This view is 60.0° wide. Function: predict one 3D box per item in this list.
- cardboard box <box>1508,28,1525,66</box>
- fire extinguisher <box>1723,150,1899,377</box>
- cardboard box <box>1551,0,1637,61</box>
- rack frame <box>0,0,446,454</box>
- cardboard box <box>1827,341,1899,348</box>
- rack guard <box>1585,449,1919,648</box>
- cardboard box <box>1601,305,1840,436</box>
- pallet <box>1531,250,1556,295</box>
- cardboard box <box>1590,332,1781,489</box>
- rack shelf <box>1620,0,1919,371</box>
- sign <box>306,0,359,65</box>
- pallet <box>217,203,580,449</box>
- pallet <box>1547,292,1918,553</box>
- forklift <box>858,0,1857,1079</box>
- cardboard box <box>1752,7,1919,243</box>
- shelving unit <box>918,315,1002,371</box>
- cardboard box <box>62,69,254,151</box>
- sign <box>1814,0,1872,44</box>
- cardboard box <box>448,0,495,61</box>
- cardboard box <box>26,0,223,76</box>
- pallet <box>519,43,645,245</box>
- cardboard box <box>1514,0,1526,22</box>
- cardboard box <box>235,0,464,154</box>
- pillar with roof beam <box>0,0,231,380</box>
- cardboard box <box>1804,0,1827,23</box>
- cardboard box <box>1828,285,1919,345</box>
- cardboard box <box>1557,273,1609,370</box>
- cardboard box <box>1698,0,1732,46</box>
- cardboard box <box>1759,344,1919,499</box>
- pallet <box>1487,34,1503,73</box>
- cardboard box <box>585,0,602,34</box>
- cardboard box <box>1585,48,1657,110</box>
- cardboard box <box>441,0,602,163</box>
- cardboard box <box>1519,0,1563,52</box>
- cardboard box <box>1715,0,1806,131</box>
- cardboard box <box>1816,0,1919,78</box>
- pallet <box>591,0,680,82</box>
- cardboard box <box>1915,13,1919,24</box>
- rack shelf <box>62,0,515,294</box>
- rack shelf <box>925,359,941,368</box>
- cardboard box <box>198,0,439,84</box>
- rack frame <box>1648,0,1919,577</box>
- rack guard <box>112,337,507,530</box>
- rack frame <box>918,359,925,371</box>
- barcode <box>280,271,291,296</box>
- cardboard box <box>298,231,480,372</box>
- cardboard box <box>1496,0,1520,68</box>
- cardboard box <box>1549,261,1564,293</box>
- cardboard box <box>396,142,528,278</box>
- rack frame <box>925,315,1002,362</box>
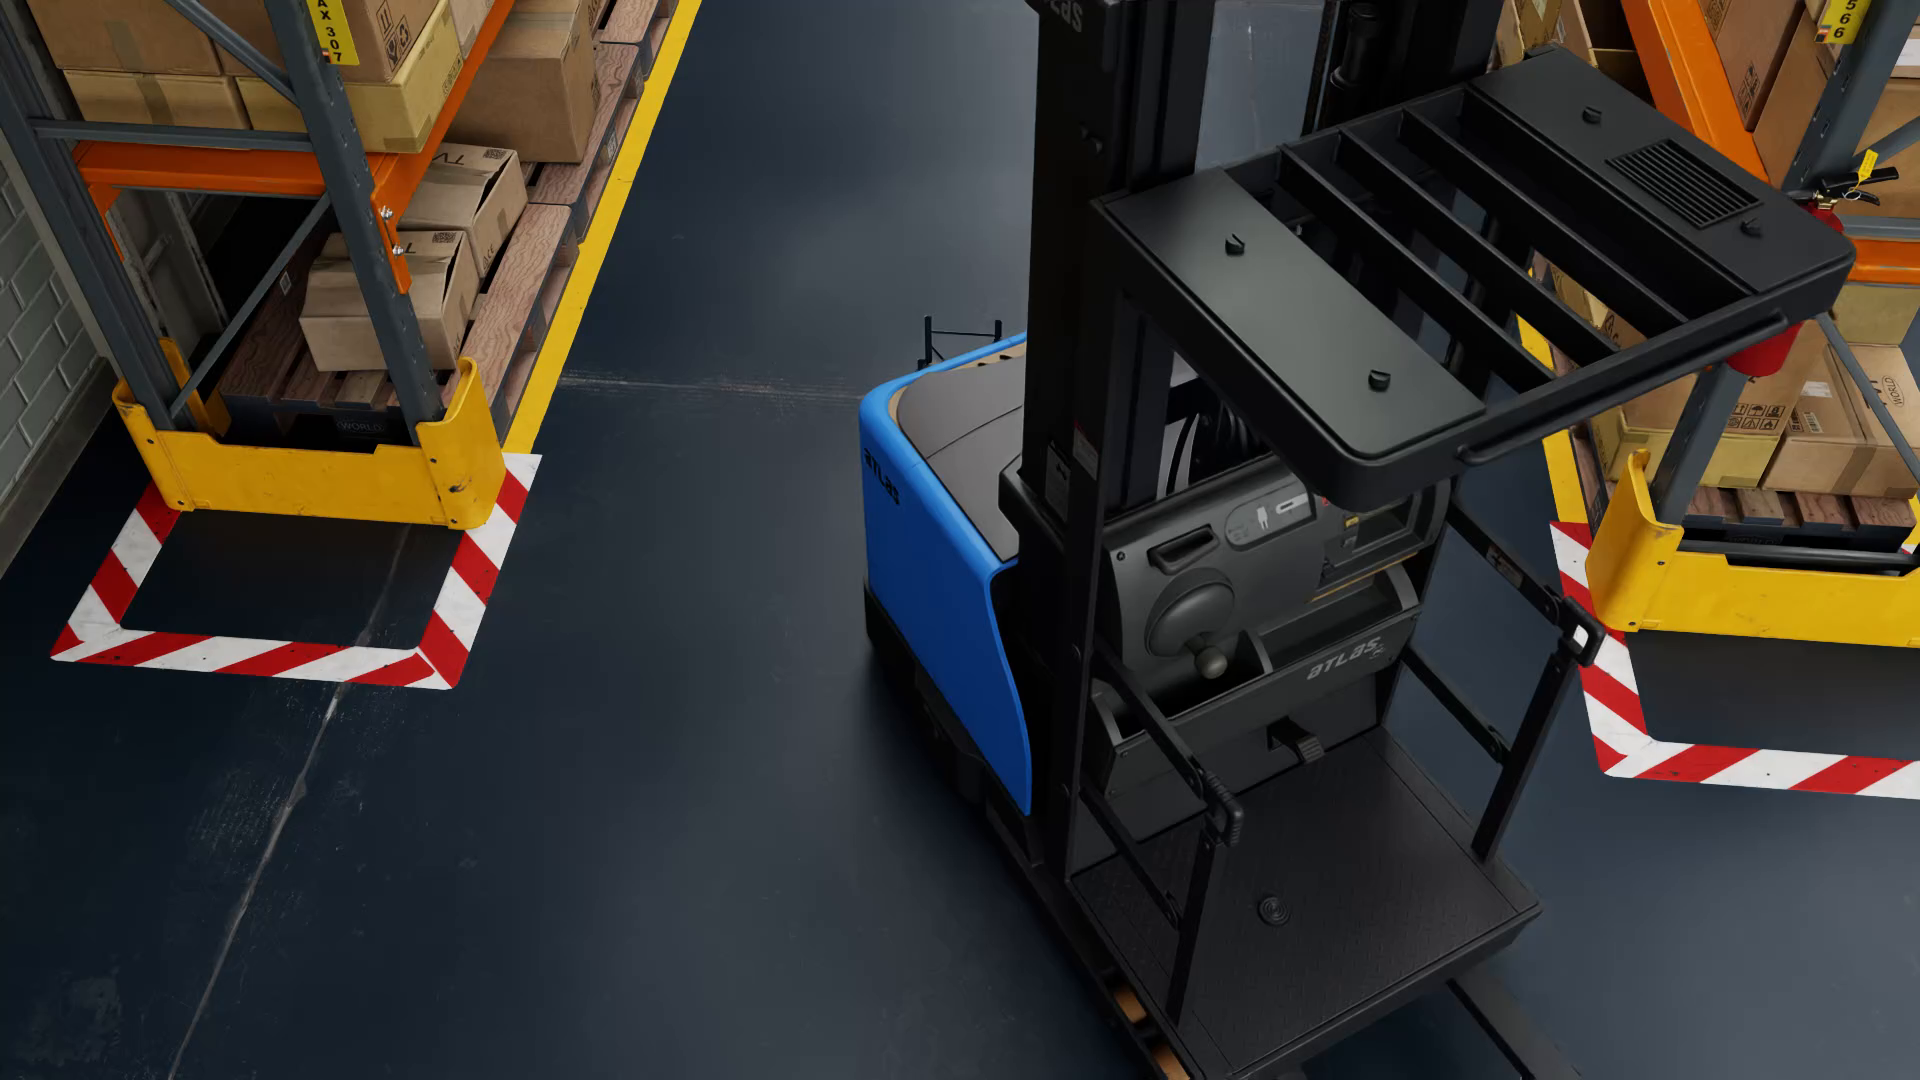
[{"bbox_3d":[2.624,-1.922,7.054,0.500,0.250,0.500,4,48,4],"label":"cardboard box"},{"bbox_3d":[2.232,-0.742,4.448,0.296,0.674,0.183,4,48,4],"label":"fire extinguisher"},{"bbox_3d":[2.581,-1.807,6.441,0.500,0.500,0.500,4,48,4],"label":"cardboard box"},{"bbox_3d":[-2.228,-1.154,4.772,1.000,3.000,0.127,4,48,4],"label":"rack frame"},{"bbox_3d":[3.017,-0.784,6.013,0.500,0.250,0.500,4,48,4],"label":"cardboard box"},{"bbox_3d":[2.703,0.038,5.377,1.175,0.500,0.348,4,48,4],"label":"rack guard"},{"bbox_3d":[2.458,-0.704,5.432,0.500,0.500,0.500,4,48,4],"label":"cardboard box"},{"bbox_3d":[2.847,-1.341,6.833,1.003,0.211,1.213,4,48,4],"label":"pallet"},{"bbox_3d":[2.460,-0.451,5.709,0.500,0.250,0.500,4,48,4],"label":"cardboard box"},{"bbox_3d":[2.887,-2.050,6.080,1.077,0.370,4.000,4,48,4],"label":"rack shelf"},{"bbox_3d":[-1.688,-1.410,4.420,0.100,0.325,0.005,4,48,4],"label":"sign"},{"bbox_3d":[-2.112,-0.863,6.396,1.003,0.211,1.213,4,48,4],"label":"pallet"},{"bbox_3d":[2.733,-0.447,6.016,1.003,0.211,1.213,4,48,4],"label":"pallet"},{"bbox_3d":[0.848,0.101,3.671,1.130,2.935,3.031,-22,51,-19],"label":"forklift"},{"bbox_3d":[2.760,-1.199,4.746,0.700,0.500,0.500,4,48,4],"label":"cardboard box"},{"bbox_3d":[0.001,-0.310,5.423,0.258,0.900,0.210,4,48,4],"label":"shelving unit"},{"bbox_3d":[-2.379,-1.466,5.147,0.500,0.250,0.500,4,48,4],"label":"cardboard box"},{"bbox_3d":[2.166,-1.341,3.998,0.100,0.325,0.005,4,48,4],"label":"sign"},{"bbox_3d":[-1.835,-1.830,5.479,0.500,0.250,0.500,3,48,2],"label":"cardboard box"},{"bbox_3d":[-2.397,-1.724,4.874,0.500,0.500,0.500,3,48,3],"label":"cardboard box"},{"bbox_3d":[-1.998,-1.757,7.214,1.003,0.211,1.213,4,48,4],"label":"pallet"},{"bbox_3d":[2.678,-2.542,7.113,0.500,0.500,0.500,4,48,4],"label":"cardboard box"},{"bbox_3d":[-1.868,-1.447,5.129,0.500,0.250,0.500,3,48,2],"label":"cardboard box"},{"bbox_3d":[1.261,-3.462,2.818,9.100,9.000,0.400,4,48,4],"label":"pillar with roof beam"},{"bbox_3d":[2.573,-1.562,4.639,0.380,0.149,0.250,5,48,5],"label":"cardboard box"},{"bbox_3d":[3.019,-1.037,5.736,0.500,0.500,0.500,4,48,4],"label":"cardboard box"},{"bbox_3d":[2.493,-0.819,6.045,0.500,0.250,0.500,4,48,4],"label":"cardboard box"},{"bbox_3d":[2.854,-1.950,5.433,0.700,0.500,0.500,4,48,4],"label":"cardboard box"},{"bbox_3d":[2.976,-0.416,5.677,0.500,0.250,0.500,4,48,4],"label":"cardboard box"},{"bbox_3d":[2.955,-2.240,7.656,1.003,0.211,1.213,4,48,4],"label":"pallet"},{"bbox_3d":[-1.919,-2.633,7.521,0.500,0.500,0.500,1,48,1],"label":"cardboard box"},{"bbox_3d":[2.534,-1.440,6.105,0.500,0.500,0.500,4,48,4],"label":"cardboard box"},{"bbox_3d":[-1.907,-1.916,6.865,0.700,0.500,0.500,1,48,1],"label":"cardboard box"},{"bbox_3d":[2.625,-2.175,6.777,0.500,0.500,0.500,4,48,4],"label":"cardboard box"},{"bbox_3d":[2.803,-1.586,5.100,0.700,0.500,0.500,5,48,5],"label":"cardboard box"},{"bbox_3d":[2.550,-1.370,4.463,0.380,0.149,0.250,3,48,3],"label":"cardboard box"},{"bbox_3d":[-1.890,-2.656,8.036,1.003,0.211,1.213,4,48,4],"label":"pallet"},{"bbox_3d":[2.765,-1.676,4.303,0.700,0.500,0.500,4,48,4],"label":"cardboard box"},{"bbox_3d":[-2.046,-2.381,6.382,1.077,0.370,4.000,4,48,4],"label":"rack shelf"},{"bbox_3d":[0.001,-0.469,5.249,0.258,0.077,0.200,4,48,4],"label":"rack shelf"},{"bbox_3d":[-1.885,-1.694,4.846,0.500,0.500,0.500,4,48,4],"label":"cardboard box"},{"bbox_3d":[2.705,-0.823,4.470,1.000,3.000,0.127,4,48,4],"label":"rack frame"},{"bbox_3d":[-2.221,-0.366,5.746,1.175,0.500,0.348,4,48,4],"label":"rack guard"},{"bbox_3d":[-0.009,-0.235,5.355,0.240,0.900,0.006,4,48,4],"label":"rack frame"},{"bbox_3d":[-2.472,-0.940,6.095,0.001,0.075,0.075,4,48,4],"label":"barcode"},{"bbox_3d":[-2.076,-0.897,6.062,0.500,0.311,0.500,-1,48,-1],"label":"cardboard box"},{"bbox_3d":[2.675,-2.289,7.390,0.500,0.250,0.500,4,48,4],"label":"cardboard box"},{"bbox_3d":[2.537,-1.187,6.381,0.500,0.250,0.500,4,48,4],"label":"cardboard box"},{"bbox_3d":[-2.024,-1.316,6.445,0.500,0.311,0.500,7,48,7],"label":"cardboard box"},{"bbox_3d":[0.010,-0.384,5.492,0.240,0.900,0.006,4,48,4],"label":"rack frame"}]
